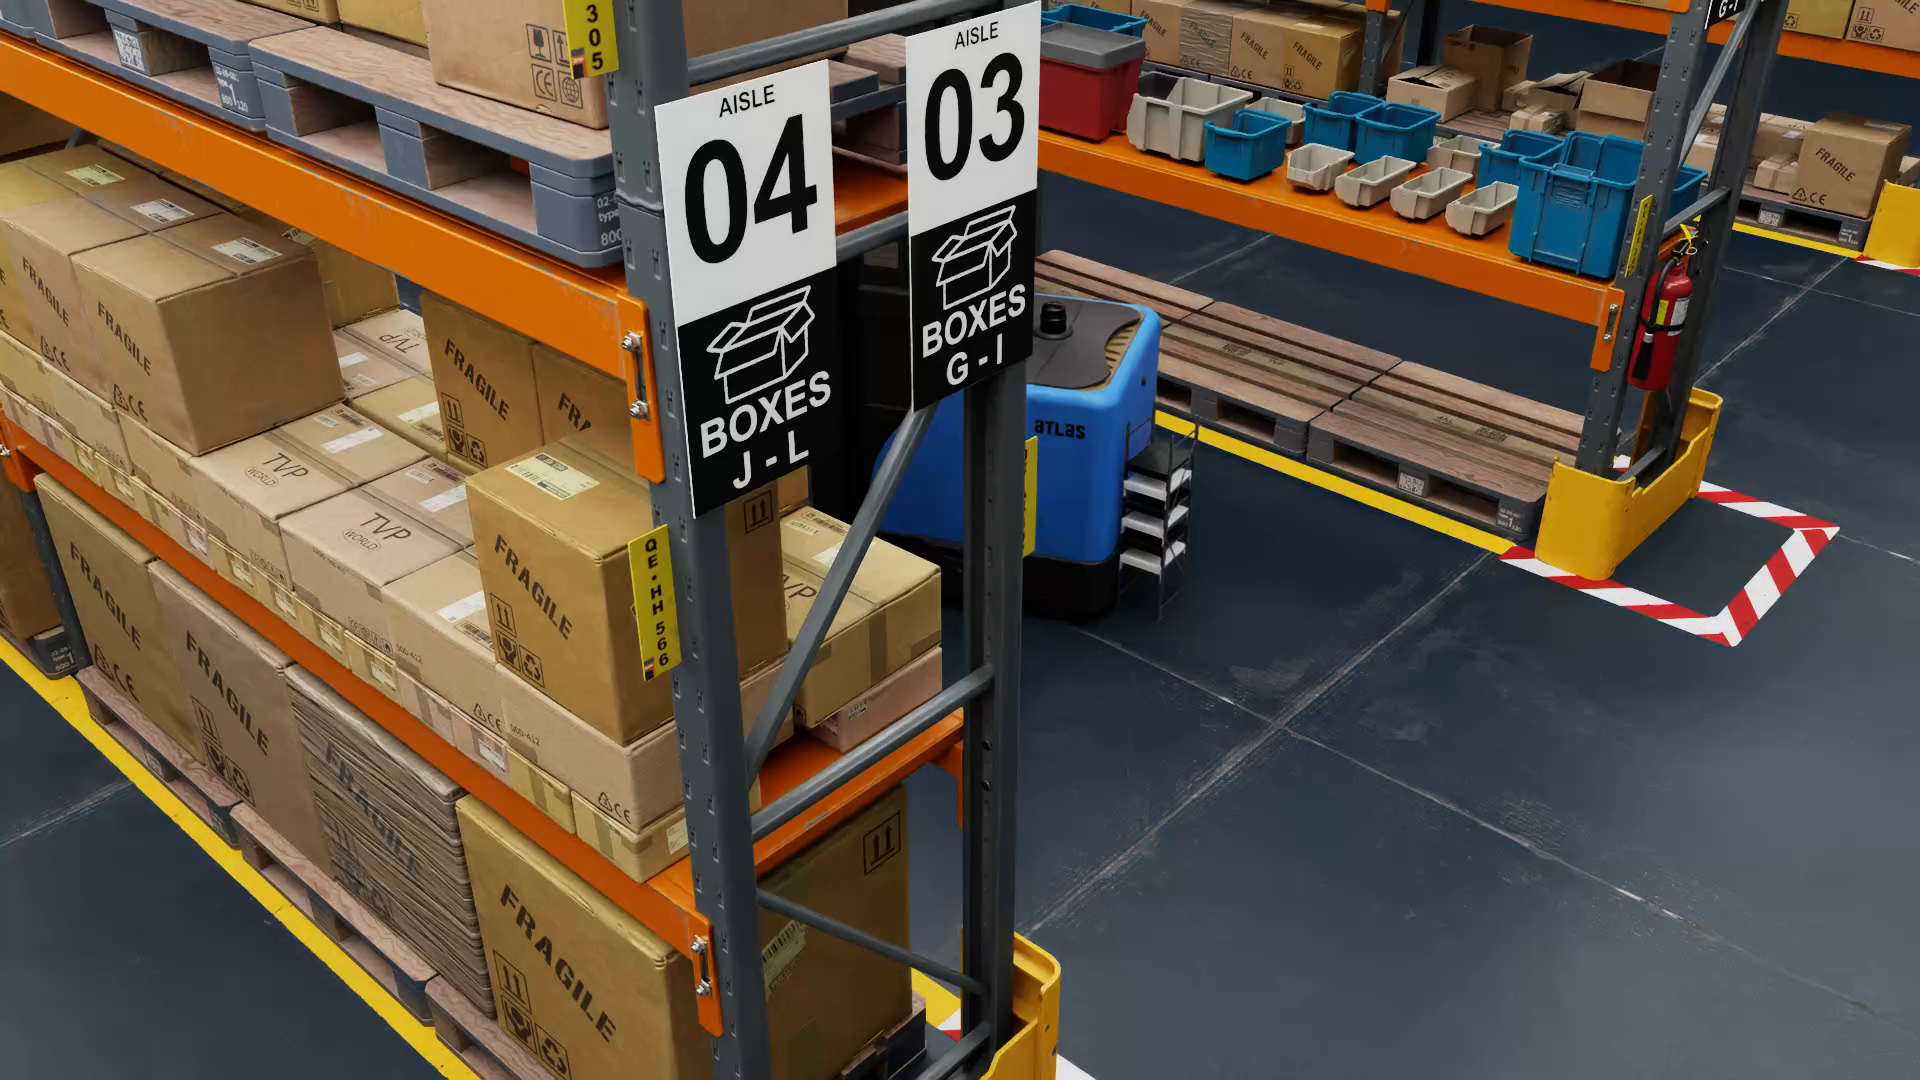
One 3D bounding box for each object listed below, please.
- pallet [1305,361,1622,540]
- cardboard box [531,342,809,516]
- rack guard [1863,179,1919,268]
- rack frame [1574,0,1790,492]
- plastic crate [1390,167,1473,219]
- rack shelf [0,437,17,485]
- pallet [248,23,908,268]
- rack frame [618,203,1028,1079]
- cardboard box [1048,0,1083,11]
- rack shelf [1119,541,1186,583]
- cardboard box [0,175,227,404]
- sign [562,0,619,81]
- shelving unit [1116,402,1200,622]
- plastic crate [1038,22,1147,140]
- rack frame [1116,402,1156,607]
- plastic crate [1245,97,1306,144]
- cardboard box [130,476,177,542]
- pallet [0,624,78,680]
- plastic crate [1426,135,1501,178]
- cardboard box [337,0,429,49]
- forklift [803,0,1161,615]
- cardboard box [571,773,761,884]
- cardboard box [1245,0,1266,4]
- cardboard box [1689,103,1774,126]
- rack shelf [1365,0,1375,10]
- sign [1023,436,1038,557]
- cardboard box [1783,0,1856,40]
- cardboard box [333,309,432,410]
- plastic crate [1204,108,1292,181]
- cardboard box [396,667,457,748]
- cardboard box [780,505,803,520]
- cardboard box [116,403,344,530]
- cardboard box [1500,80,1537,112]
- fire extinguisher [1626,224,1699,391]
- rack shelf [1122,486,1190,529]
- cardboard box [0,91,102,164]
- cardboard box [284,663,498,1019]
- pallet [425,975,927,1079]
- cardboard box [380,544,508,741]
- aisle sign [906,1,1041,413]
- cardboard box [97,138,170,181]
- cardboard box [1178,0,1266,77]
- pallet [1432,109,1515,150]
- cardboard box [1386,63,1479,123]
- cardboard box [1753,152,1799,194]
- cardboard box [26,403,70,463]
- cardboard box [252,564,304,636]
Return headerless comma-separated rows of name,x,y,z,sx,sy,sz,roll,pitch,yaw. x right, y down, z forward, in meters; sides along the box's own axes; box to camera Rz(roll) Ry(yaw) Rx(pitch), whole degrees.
pallet,2.515,-0.479,8.341,1.213,0.211,1.003,25,39,35
cardboard box,-0.769,-0.306,4.480,0.500,0.500,0.500,24,38,34
rack guard,6.371,-2.222,10.956,0.348,0.500,1.175,25,39,35
rack frame,3.100,-1.373,7.123,0.127,3.000,1.000,25,39,35
plastic crate,2.169,-1.605,7.705,0.243,0.136,0.396,25,39,35
rack shelf,-4.672,-1.248,7.612,4.000,0.370,1.077,25,39,35
pallet,-0.780,-0.979,3.646,1.213,0.211,1.003,25,39,35
rack frame,-0.223,0.521,3.977,0.127,3.000,1.000,25,39,35
cardboard box,1.033,-4.707,14.657,0.500,0.500,0.500,23,38,33
rack shelf,0.836,0.070,7.174,0.200,0.077,0.258,20,36,29
cardboard box,-2.646,-0.811,5.319,0.500,0.500,0.500,25,39,35
sign,-0.598,-0.907,2.658,0.005,0.325,0.100,25,39,35
shelving unit,0.836,-0.112,7.064,0.210,0.900,0.258,20,36,29
plastic crate,0.628,-2.406,8.718,0.583,0.464,0.402,25,39,35
rack frame,0.753,-0.142,7.114,0.006,0.900,0.240,20,36,29
plastic crate,1.627,-2.183,8.665,0.466,0.136,0.293,25,39,35
cardboard box,-2.416,-0.166,5.361,0.250,0.149,0.380,24,39,34
pallet,-3.812,0.093,7.391,1.213,0.211,1.003,25,39,35
plastic crate,2.453,-1.875,8.153,0.298,0.136,0.250,25,39,35
cardboard box,-0.981,-1.430,3.708,0.500,0.500,0.700,23,38,33
forklift,-0.671,-1.363,7.172,3.031,2.935,1.130,9,32,15
cardboard box,-0.708,0.631,4.037,0.250,0.149,0.380,26,40,36
cardboard box,2.498,-4.385,14.122,0.500,0.500,0.500,26,39,36
cardboard box,5.473,-2.919,11.931,0.500,0.250,0.500,25,39,35
rack shelf,1.978,-5.034,13.902,4.000,0.370,1.077,25,39,35
sign,0.154,-0.094,4.082,0.005,0.325,0.100,25,39,35
cardboard box,5.525,-3.538,10.622,0.500,0.500,0.500,25,39,35
cardboard box,-1.922,-0.520,5.562,0.500,0.250,0.500,26,40,36
plastic crate,1.406,-1.940,8.168,0.300,0.233,0.416,25,39,35
cardboard box,-1.273,0.367,4.475,0.250,0.149,0.380,26,40,36
cardboard box,-0.788,0.011,4.681,0.500,0.250,0.500,24,39,35
cardboard box,-2.263,-0.313,5.218,0.500,0.250,0.500,26,40,36
cardboard box,4.392,-3.422,12.864,0.250,0.149,0.380,25,39,35
fire extinguisher,2.907,-0.954,6.864,0.183,0.674,0.296,25,39,35
rack shelf,0.836,-0.161,7.035,0.200,0.077,0.258,20,36,29
cardboard box,-3.668,-1.554,6.354,0.637,0.503,0.797,24,38,34
cardboard box,-1.426,0.745,5.257,0.875,0.875,0.875,25,39,35
pallet,-0.869,1.469,5.106,1.213,0.211,1.003,25,39,35
cardboard box,-1.136,0.215,4.341,0.500,0.250,0.500,24,39,34
aisle sign,0.031,-0.683,3.455,0.004,0.787,0.394,25,39,35
cardboard box,-2.669,-1.191,5.950,0.500,0.500,0.500,26,40,36
cardboard box,2.171,-4.177,13.778,0.500,0.500,0.500,26,39,36
pallet,3.970,-3.218,12.891,1.213,0.211,1.003,25,39,35
cardboard box,3.627,-3.459,12.768,0.500,0.311,0.500,25,39,35
cardboard box,5.619,-2.509,11.331,0.250,0.166,0.380,25,39,35
cardboard box,-2.998,-0.436,5.809,0.250,0.149,0.380,24,38,34
cardboard box,-1.841,0.102,4.916,0.250,0.149,0.380,26,40,36
